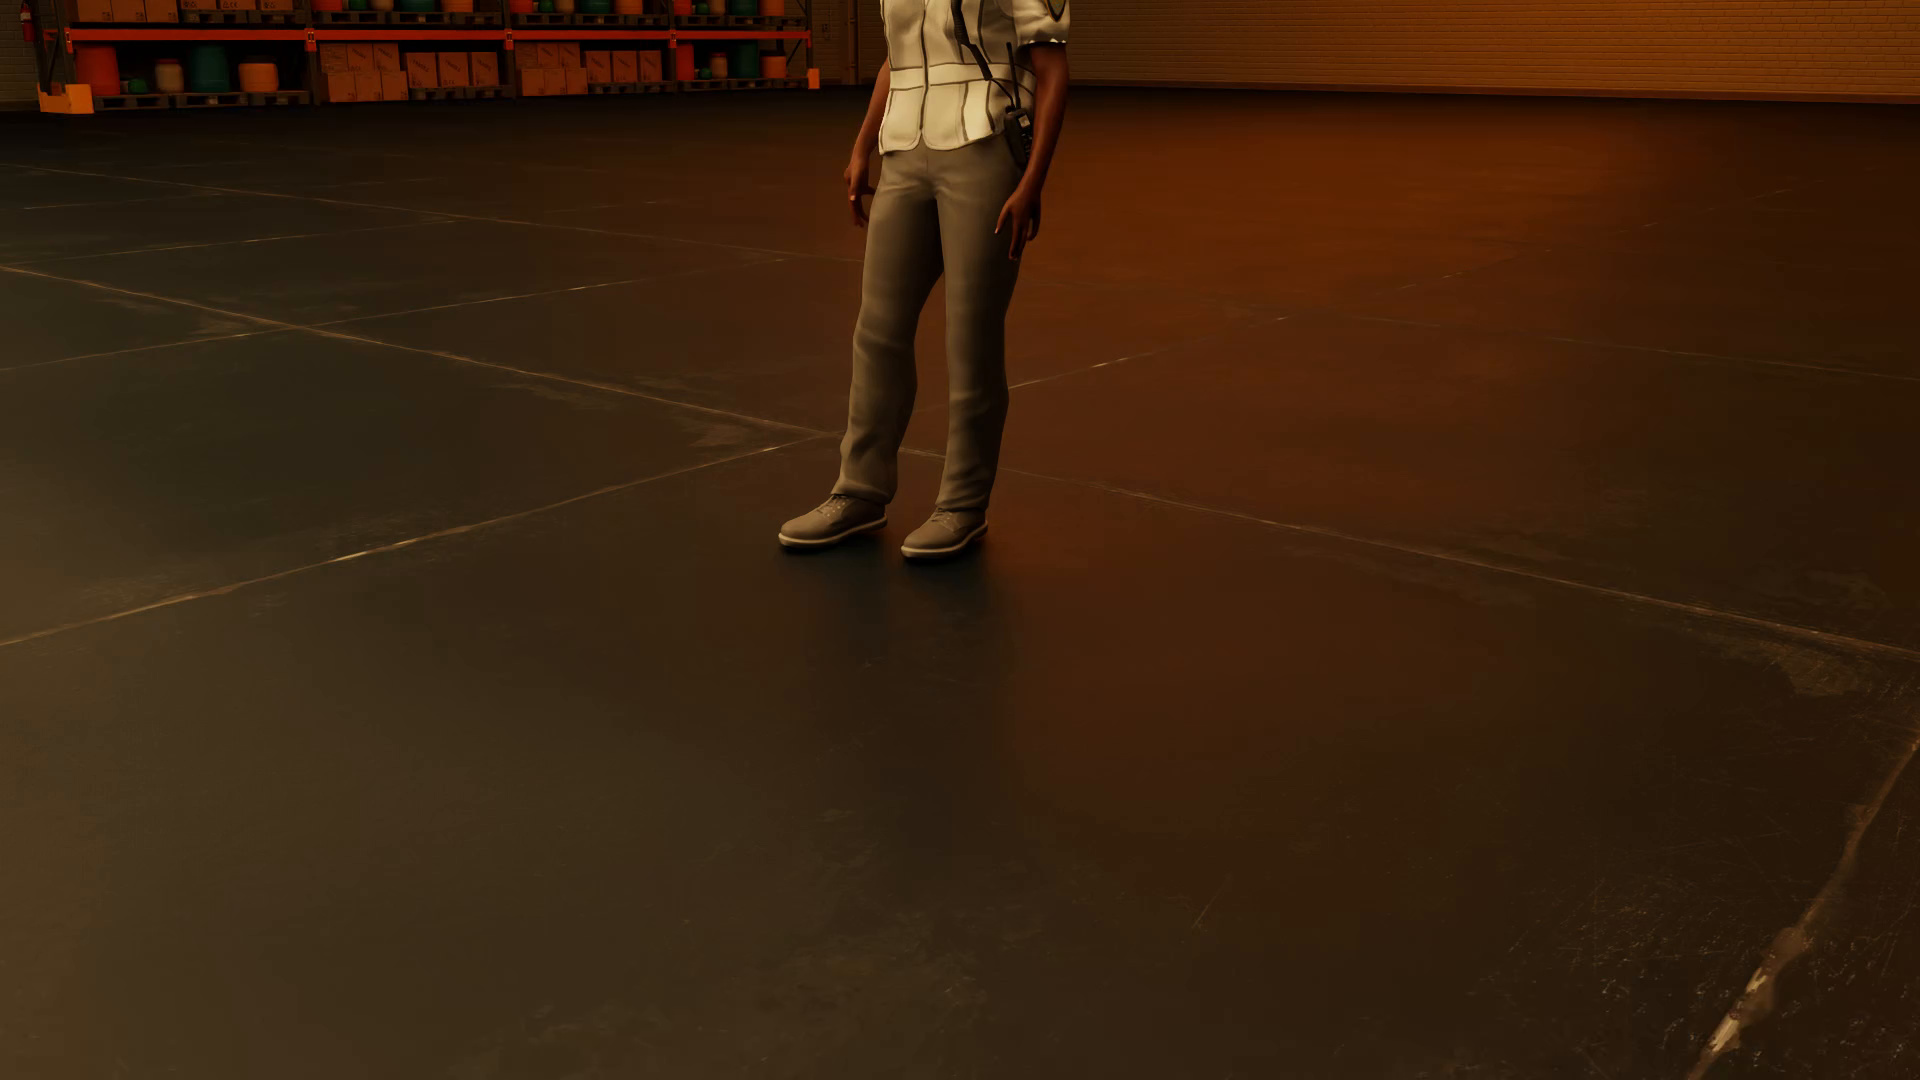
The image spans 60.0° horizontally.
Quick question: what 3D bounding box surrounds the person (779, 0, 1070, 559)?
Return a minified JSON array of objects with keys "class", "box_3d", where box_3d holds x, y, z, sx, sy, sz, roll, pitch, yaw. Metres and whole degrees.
[{"class":"person","box_3d":[-0.063,-0.805,3.651,0.569,1.695,0.530,13,21,37]}]
